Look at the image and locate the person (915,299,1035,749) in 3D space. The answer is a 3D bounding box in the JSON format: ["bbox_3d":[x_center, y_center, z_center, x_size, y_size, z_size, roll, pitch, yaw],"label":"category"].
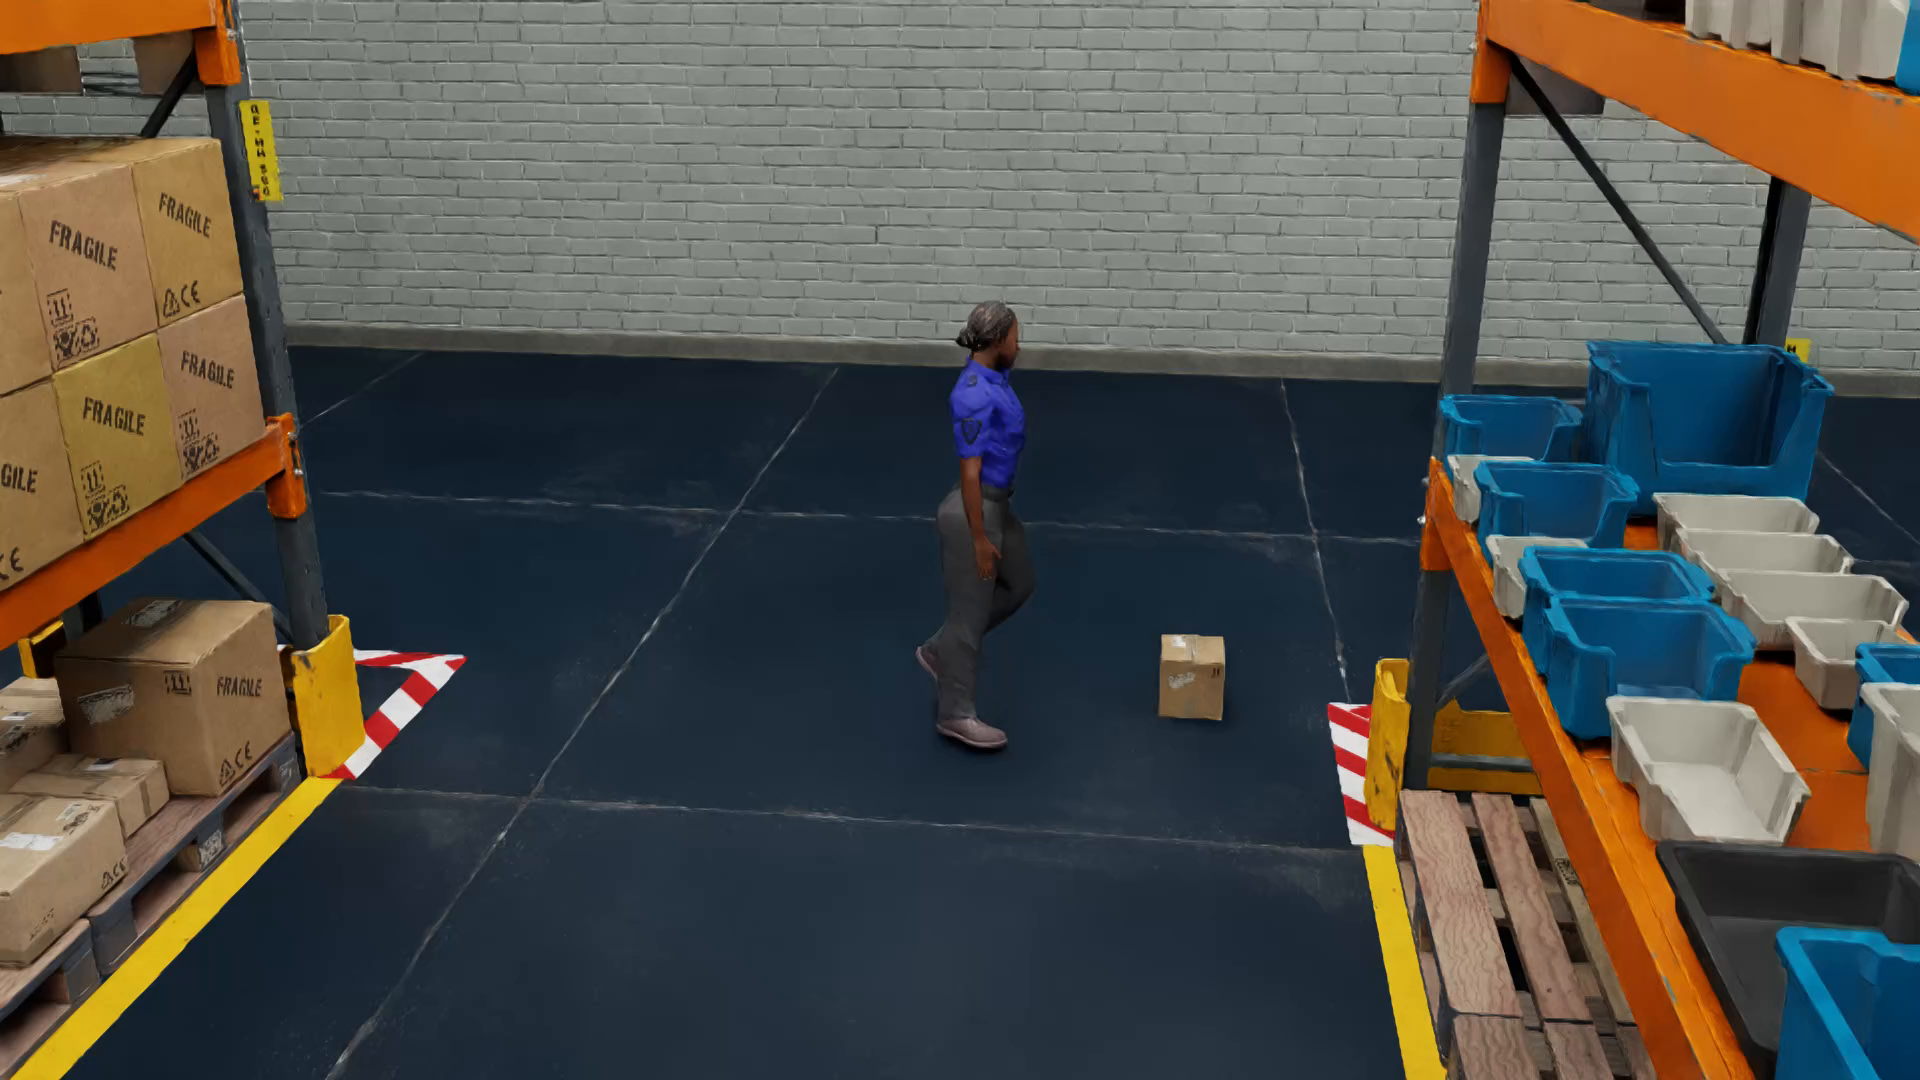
[{"bbox_3d":[0.037,-0.081,6.252,0.459,1.645,0.570,4,22,9],"label":"person"}]
